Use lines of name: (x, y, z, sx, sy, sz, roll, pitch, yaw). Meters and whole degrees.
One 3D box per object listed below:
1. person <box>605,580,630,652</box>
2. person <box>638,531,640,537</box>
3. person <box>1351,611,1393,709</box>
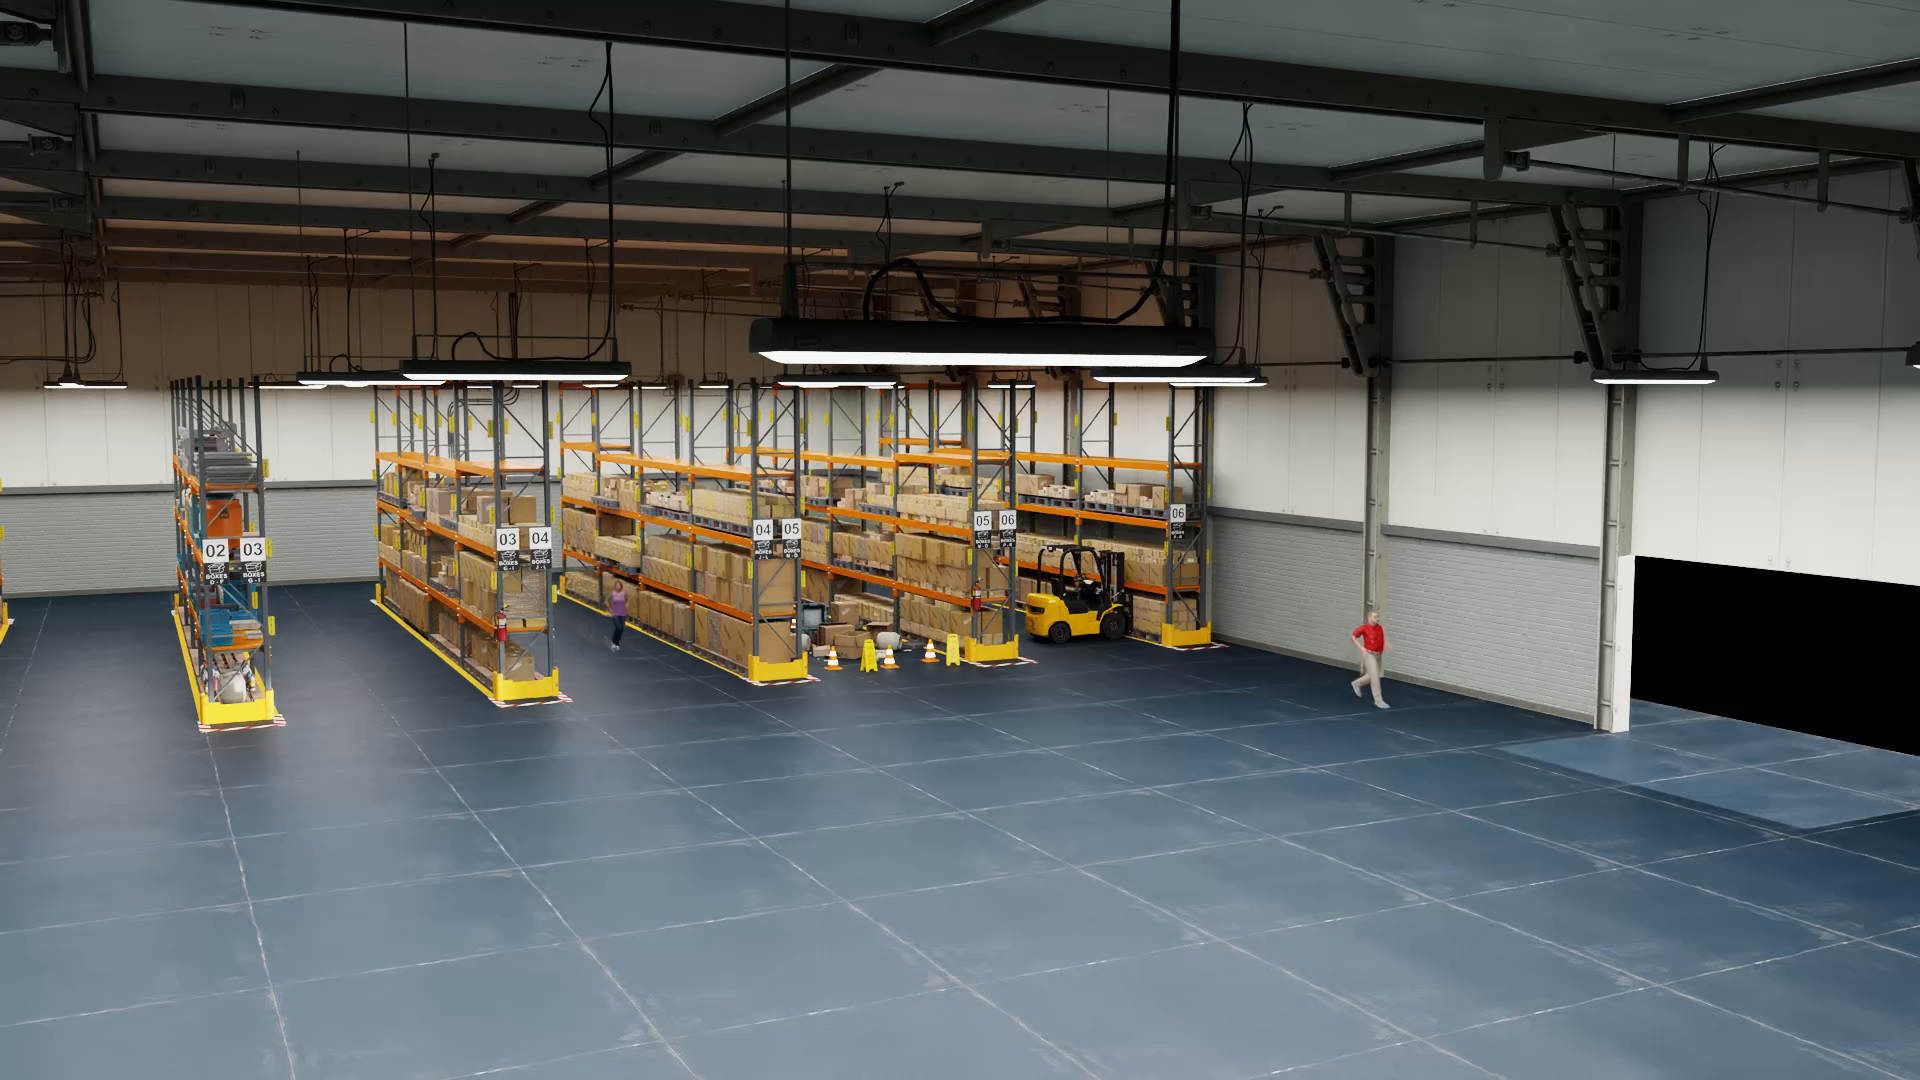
person: (-7.506, 1.679, 36.615, 0.512, 1.574, 0.631, -3, 6, -28)
person: (-9.180, 0.616, 47.630, 0.683, 1.750, 0.625, -3, 6, -32)
person: (7.522, 2.167, 30.447, 0.664, 1.737, 0.951, -4, 6, -37)
